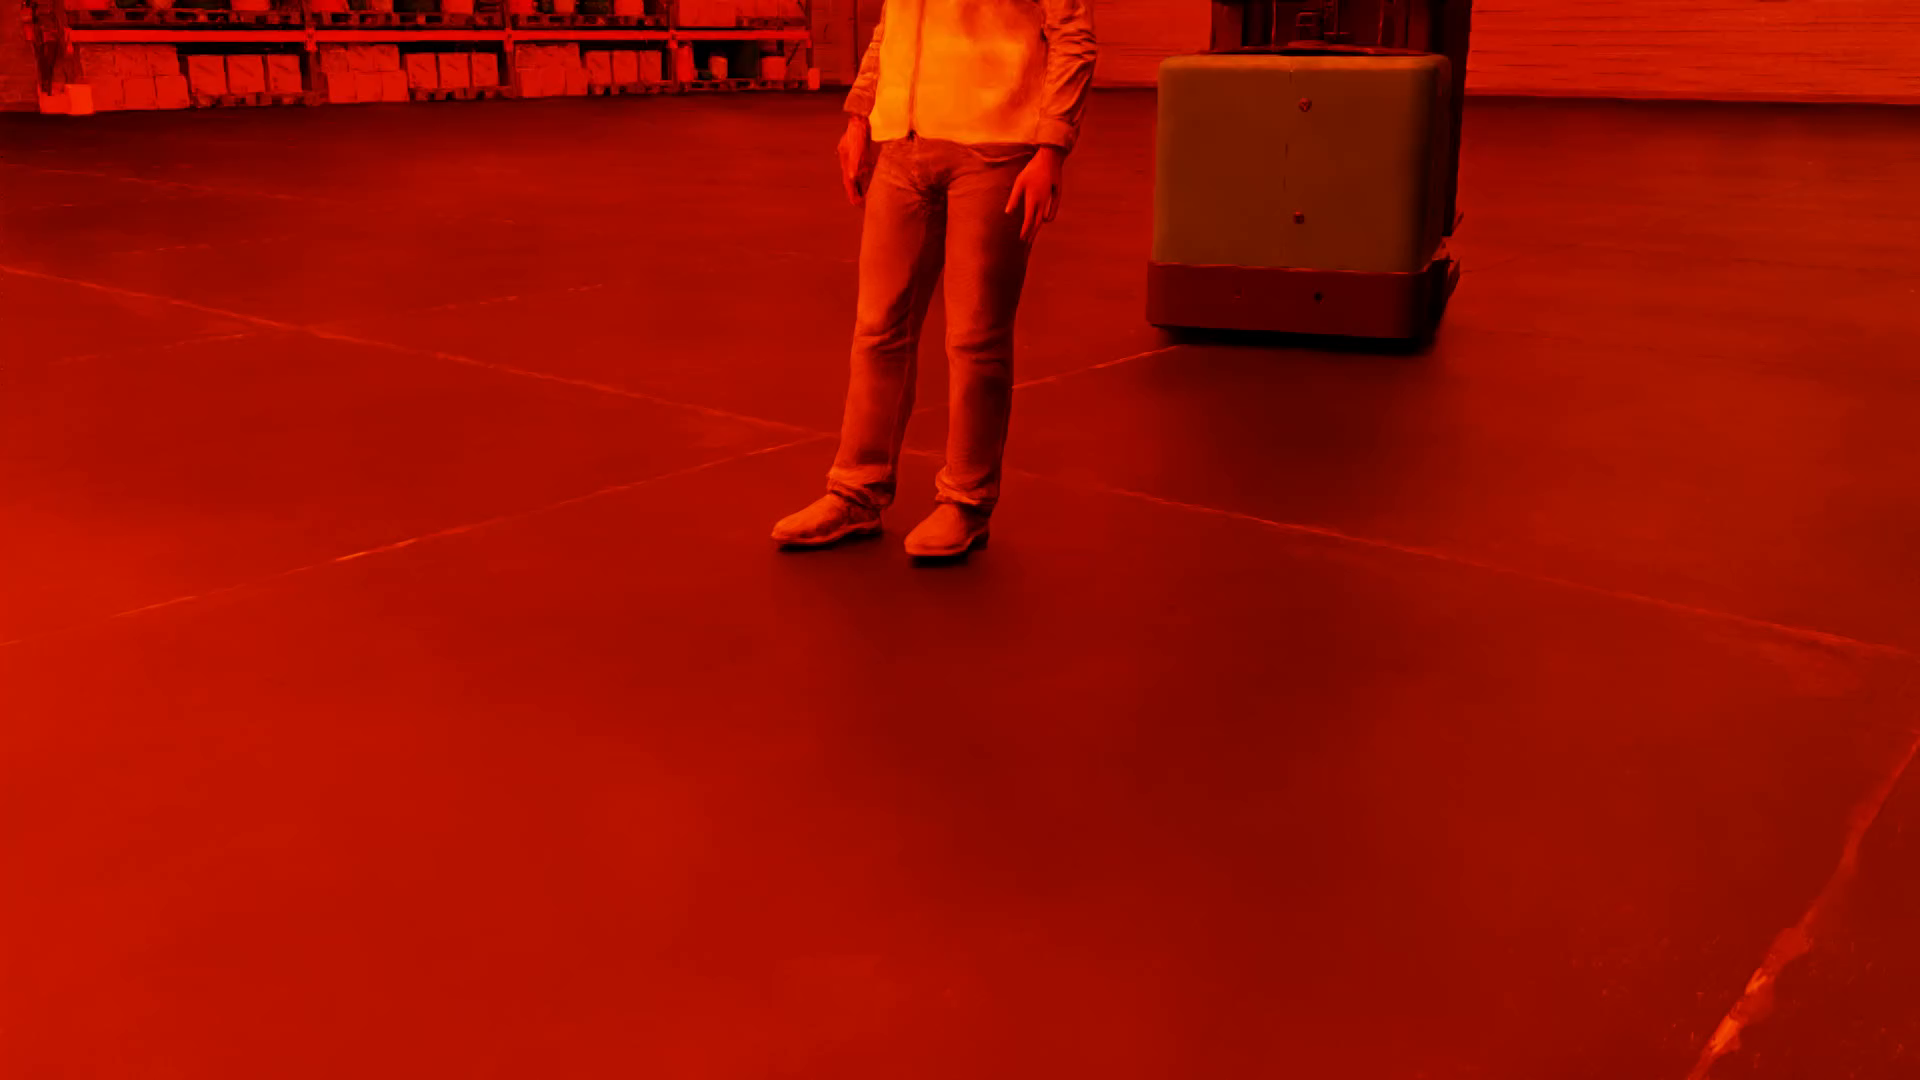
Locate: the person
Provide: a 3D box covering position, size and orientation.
[{"bbox_3d":[-0.046,-0.843,3.641,0.632,1.773,0.567,13,21,37],"label":"person"}]

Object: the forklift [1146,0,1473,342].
[{"bbox_3d":[1.702,-2.537,7.252,1.130,2.935,3.031,6,18,19],"label":"forklift"}]
